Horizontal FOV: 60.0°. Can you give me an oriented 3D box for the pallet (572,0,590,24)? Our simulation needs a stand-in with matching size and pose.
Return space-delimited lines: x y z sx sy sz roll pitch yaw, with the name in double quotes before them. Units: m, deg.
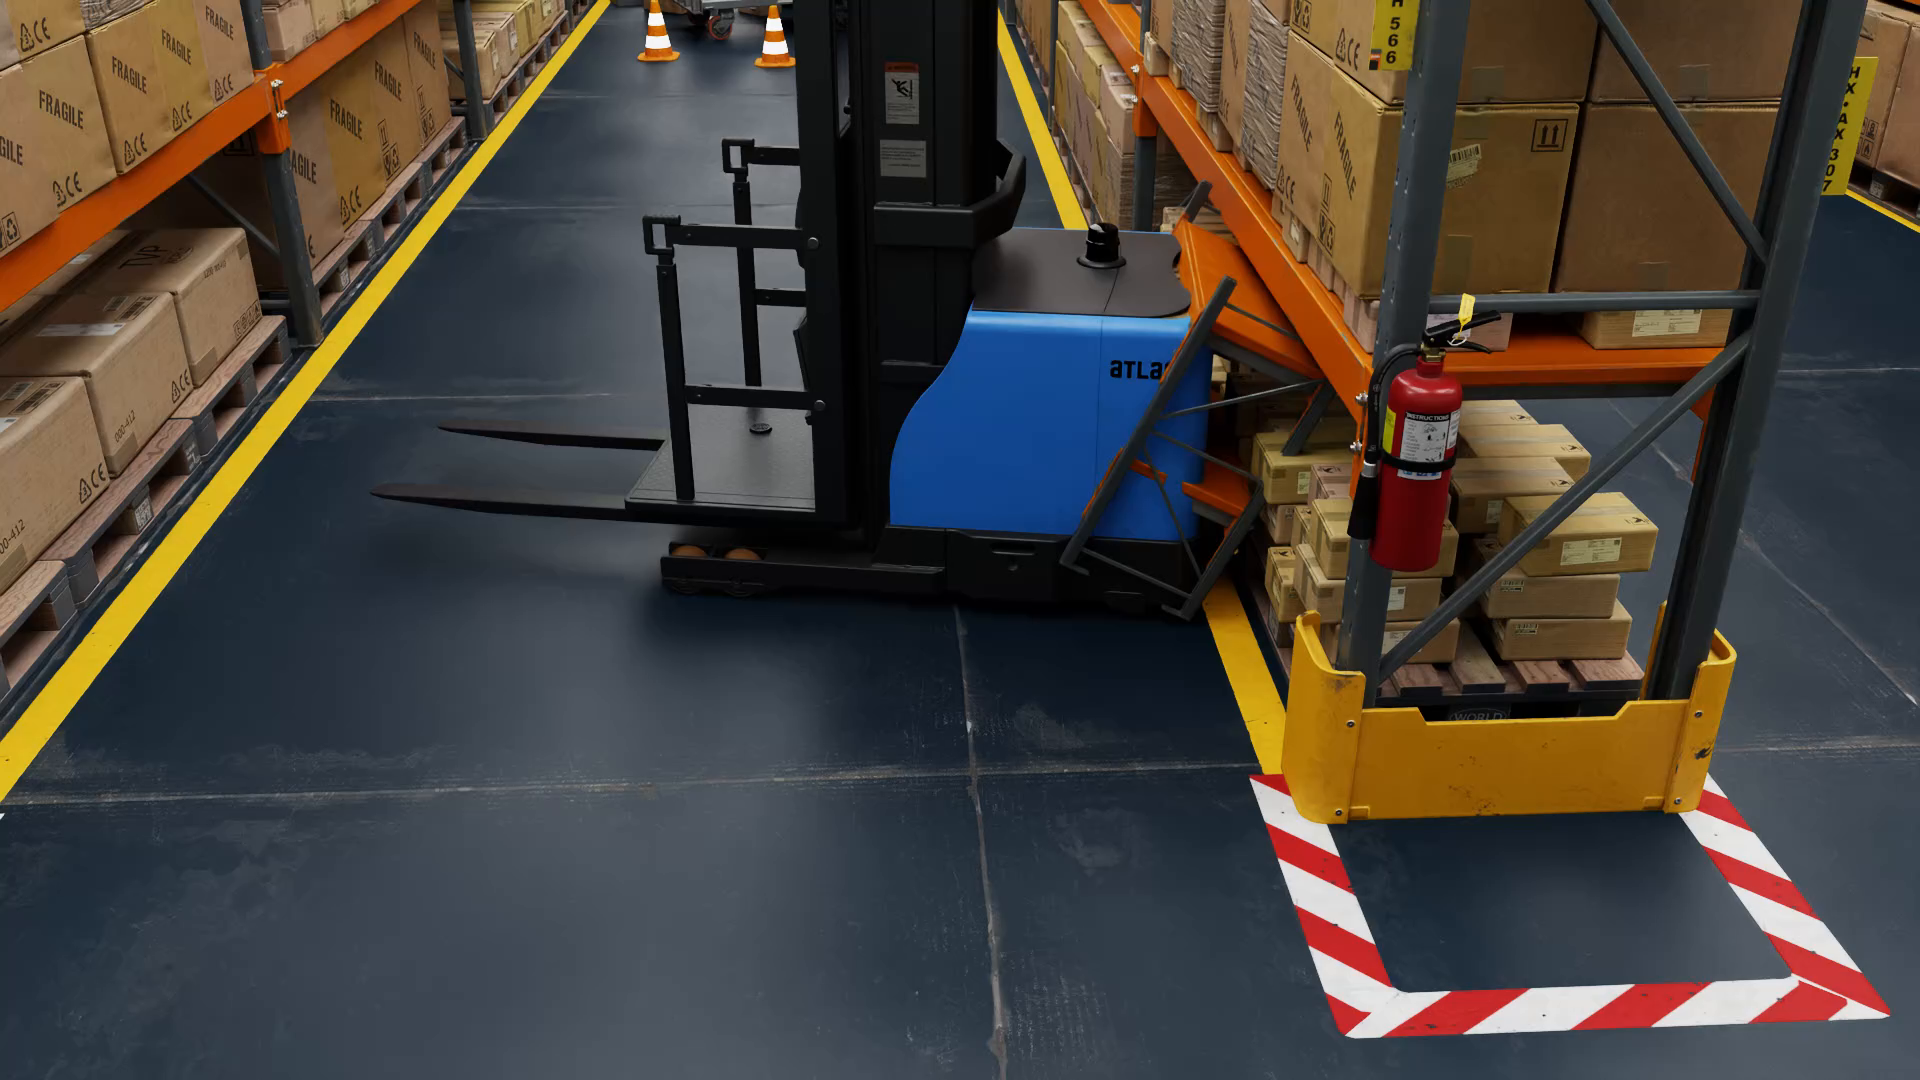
"pallet" -4.085 -5.031 15.668 1.003 0.211 1.213 -1 28 -3

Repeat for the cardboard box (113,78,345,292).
"cardboard box" -3.709 -1.792 8.286 0.875 0.875 0.875 -1 28 -1

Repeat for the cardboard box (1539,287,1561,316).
"cardboard box" 1.806 -0.745 4.707 0.380 0.149 0.250 0 28 -1

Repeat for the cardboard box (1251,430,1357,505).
"cardboard box" 1.173 -0.241 5.453 0.380 0.149 0.250 -2 28 -4

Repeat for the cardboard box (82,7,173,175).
"cardboard box" -3.244 -1.630 6.024 0.500 0.500 0.500 -2 28 -3

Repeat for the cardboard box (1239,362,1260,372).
"cardboard box" 1.250 -0.609 6.159 0.380 0.149 0.250 -2 28 -4

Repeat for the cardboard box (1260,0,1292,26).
"cardboard box" 1.215 -1.881 5.102 0.500 0.500 0.500 0 28 0

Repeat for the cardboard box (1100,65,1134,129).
"cardboard box" 1.036 -2.416 9.076 0.500 0.250 0.500 0 28 0

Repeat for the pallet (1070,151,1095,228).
"pallet" 1.232 -2.118 10.082 1.003 0.211 1.213 -1 28 -3

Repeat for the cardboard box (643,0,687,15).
"cardboard box" -2.712 -5.378 16.019 0.500 0.500 0.500 19 33 32

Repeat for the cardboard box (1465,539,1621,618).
"cardboard box" 1.779 0.115 5.092 0.380 0.149 0.250 0 28 0

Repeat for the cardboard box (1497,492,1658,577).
"cardboard box" 1.862 -0.019 5.027 0.380 0.149 0.250 -3 28 -5

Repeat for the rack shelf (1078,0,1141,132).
"rack shelf" 1.236 -3.034 9.602 1.077 0.370 4.000 -1 28 -3

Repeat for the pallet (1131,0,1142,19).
"pallet" 1.446 -2.701 8.393 1.003 0.211 1.213 -1 28 -3

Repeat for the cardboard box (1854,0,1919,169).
"cardboard box" 6.145 -2.863 10.339 1.225 0.875 0.875 -1 28 -2

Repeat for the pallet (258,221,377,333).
"pallet" -3.713 -1.382 8.671 1.003 0.211 1.213 -1 28 -3

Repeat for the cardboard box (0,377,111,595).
"cardboard box" -3.579 -0.191 5.689 0.875 0.438 0.875 -1 28 -1

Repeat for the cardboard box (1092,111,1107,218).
"cardboard box" 1.024 -2.080 9.244 0.500 0.500 0.500 -2 28 -4

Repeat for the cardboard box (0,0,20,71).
"cardboard box" -3.198 -1.608 4.901 0.500 0.500 0.500 -2 28 -3

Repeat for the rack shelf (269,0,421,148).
"rack shelf" -3.702 -2.868 9.283 1.077 0.370 4.000 -1 28 -3

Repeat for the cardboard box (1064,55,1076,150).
"cardboard box" 0.944 -2.790 10.604 0.500 0.500 0.500 -1 28 -2

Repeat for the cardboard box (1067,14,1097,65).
"cardboard box" 0.953 -3.129 10.443 0.500 0.250 0.500 -2 28 -3

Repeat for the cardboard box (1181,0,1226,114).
"cardboard box" 1.138 -1.909 6.237 0.500 0.500 0.500 -2 28 -4

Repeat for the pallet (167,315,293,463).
"pallet" -3.636 -0.674 7.314 1.003 0.211 1.213 -1 28 -3

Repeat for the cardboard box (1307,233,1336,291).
"cardboard box" 1.247 -0.846 4.900 0.380 0.149 0.250 -2 28 -3

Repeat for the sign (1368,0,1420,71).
"sign" 0.994 -1.232 3.774 0.100 0.325 0.005 -1 28 -3

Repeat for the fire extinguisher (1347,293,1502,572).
"fire extinguisher" 1.102 -0.255 3.983 0.296 0.674 0.183 -1 28 -3

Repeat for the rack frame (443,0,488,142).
"rack frame" -3.806 -4.111 10.888 1.000 3.000 0.127 -1 28 -3

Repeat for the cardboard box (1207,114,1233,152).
"cardboard box" 1.146 -1.573 6.293 0.380 0.149 0.250 0 28 0

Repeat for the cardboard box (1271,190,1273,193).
"cardboard box" 1.271 -1.212 5.601 0.380 0.149 0.250 -3 28 -5

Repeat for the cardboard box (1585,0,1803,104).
"cardboard box" 1.791 -1.416 4.210 0.500 0.500 0.500 -2 28 -3

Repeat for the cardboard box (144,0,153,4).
"cardboard box" -3.278 -2.305 6.237 0.500 0.500 0.500 -2 28 -3

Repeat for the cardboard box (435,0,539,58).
"cardboard box" -3.906 -4.084 13.224 0.950 0.372 0.625 0 28 -1

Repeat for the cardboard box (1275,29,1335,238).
"cardboard box" 1.247 -1.198 4.873 0.500 0.500 0.500 -2 28 -3

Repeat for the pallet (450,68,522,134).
"pallet" -3.845 -3.235 12.225 1.003 0.211 1.213 -1 28 -3

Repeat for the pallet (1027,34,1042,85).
"pallet" 1.105 -3.968 13.631 1.003 0.211 1.213 -1 28 -3

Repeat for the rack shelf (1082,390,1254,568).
"rack shelf" 0.725 -0.320 5.939 0.538 0.278 1.000 24 28 -9

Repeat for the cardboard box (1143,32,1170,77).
"cardboard box" 1.029 -2.180 7.457 0.380 0.149 0.250 0 28 -1

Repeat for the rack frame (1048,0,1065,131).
"rack frame" 1.132 -4.277 11.207 1.000 3.000 0.127 -1 28 -3

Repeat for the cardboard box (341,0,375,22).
"cardboard box" -3.396 -2.883 8.695 0.500 0.250 0.500 -2 28 -3

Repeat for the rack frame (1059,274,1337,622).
"rack frame" 0.798 -0.268 5.382 0.500 1.125 0.032 24 28 -9

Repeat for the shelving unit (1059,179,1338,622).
"shelving unit" 0.828 -0.512 5.828 0.538 1.125 1.048 24 28 -9

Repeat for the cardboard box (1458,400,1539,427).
"cardboard box" 1.746 -0.375 5.711 0.380 0.149 0.250 -3 28 -5

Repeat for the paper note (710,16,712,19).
"paper note" -2.339 -4.927 15.665 0.148 0.019 0.142 -1 28 -3

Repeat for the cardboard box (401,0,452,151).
"cardboard box" -3.853 -3.034 10.667 0.875 0.875 0.875 -2 28 -3

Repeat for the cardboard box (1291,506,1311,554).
"cardboard box" 1.277 0.005 5.304 0.380 0.149 0.250 -2 28 -4

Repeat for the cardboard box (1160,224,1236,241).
"cardboard box" 1.107 -1.323 7.528 0.380 0.149 0.250 0 28 0

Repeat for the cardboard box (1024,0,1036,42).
"cardboard box" 1.092 -4.583 13.772 1.050 0.750 0.750 -1 28 -3

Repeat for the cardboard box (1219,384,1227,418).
"cardboard box" 1.173 -0.471 6.216 0.380 0.149 0.250 0 28 0

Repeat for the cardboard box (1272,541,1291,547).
"cardboard box" 1.272 0.017 5.603 0.380 0.149 0.250 -2 28 -3

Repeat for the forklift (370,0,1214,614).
"forklift" -0.622 -1.337 5.644 3.031 2.935 1.130 3 28 7

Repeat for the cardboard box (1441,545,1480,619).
"cardboard box" 1.747 0.127 5.392 0.380 0.149 0.250 -1 28 -3
